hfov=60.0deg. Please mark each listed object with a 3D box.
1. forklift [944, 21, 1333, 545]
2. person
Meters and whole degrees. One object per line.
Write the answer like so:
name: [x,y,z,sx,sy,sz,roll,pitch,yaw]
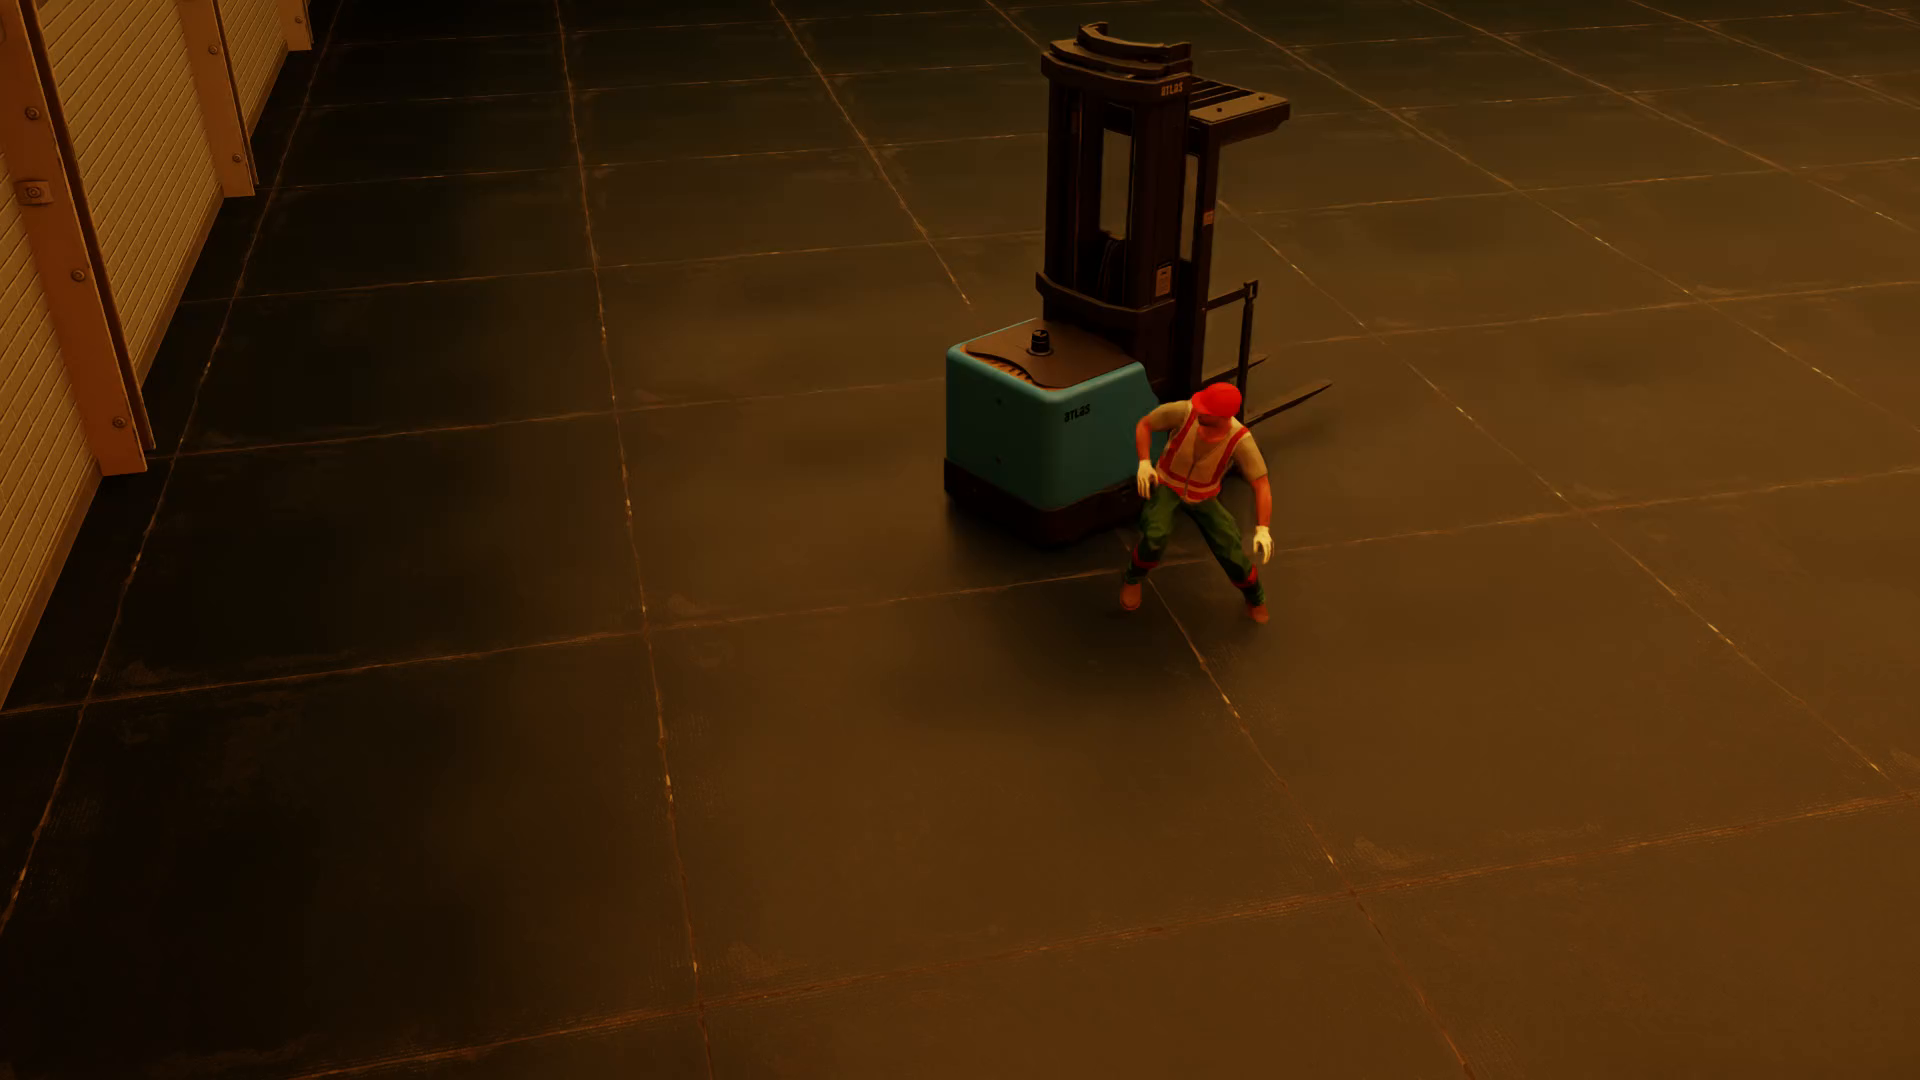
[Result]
forklift: [1.341,-1.850,10.770,3.031,2.935,1.130,-23,37,-35]
person: [1.379,-0.207,9.404,0.887,1.545,0.709,4,30,7]
